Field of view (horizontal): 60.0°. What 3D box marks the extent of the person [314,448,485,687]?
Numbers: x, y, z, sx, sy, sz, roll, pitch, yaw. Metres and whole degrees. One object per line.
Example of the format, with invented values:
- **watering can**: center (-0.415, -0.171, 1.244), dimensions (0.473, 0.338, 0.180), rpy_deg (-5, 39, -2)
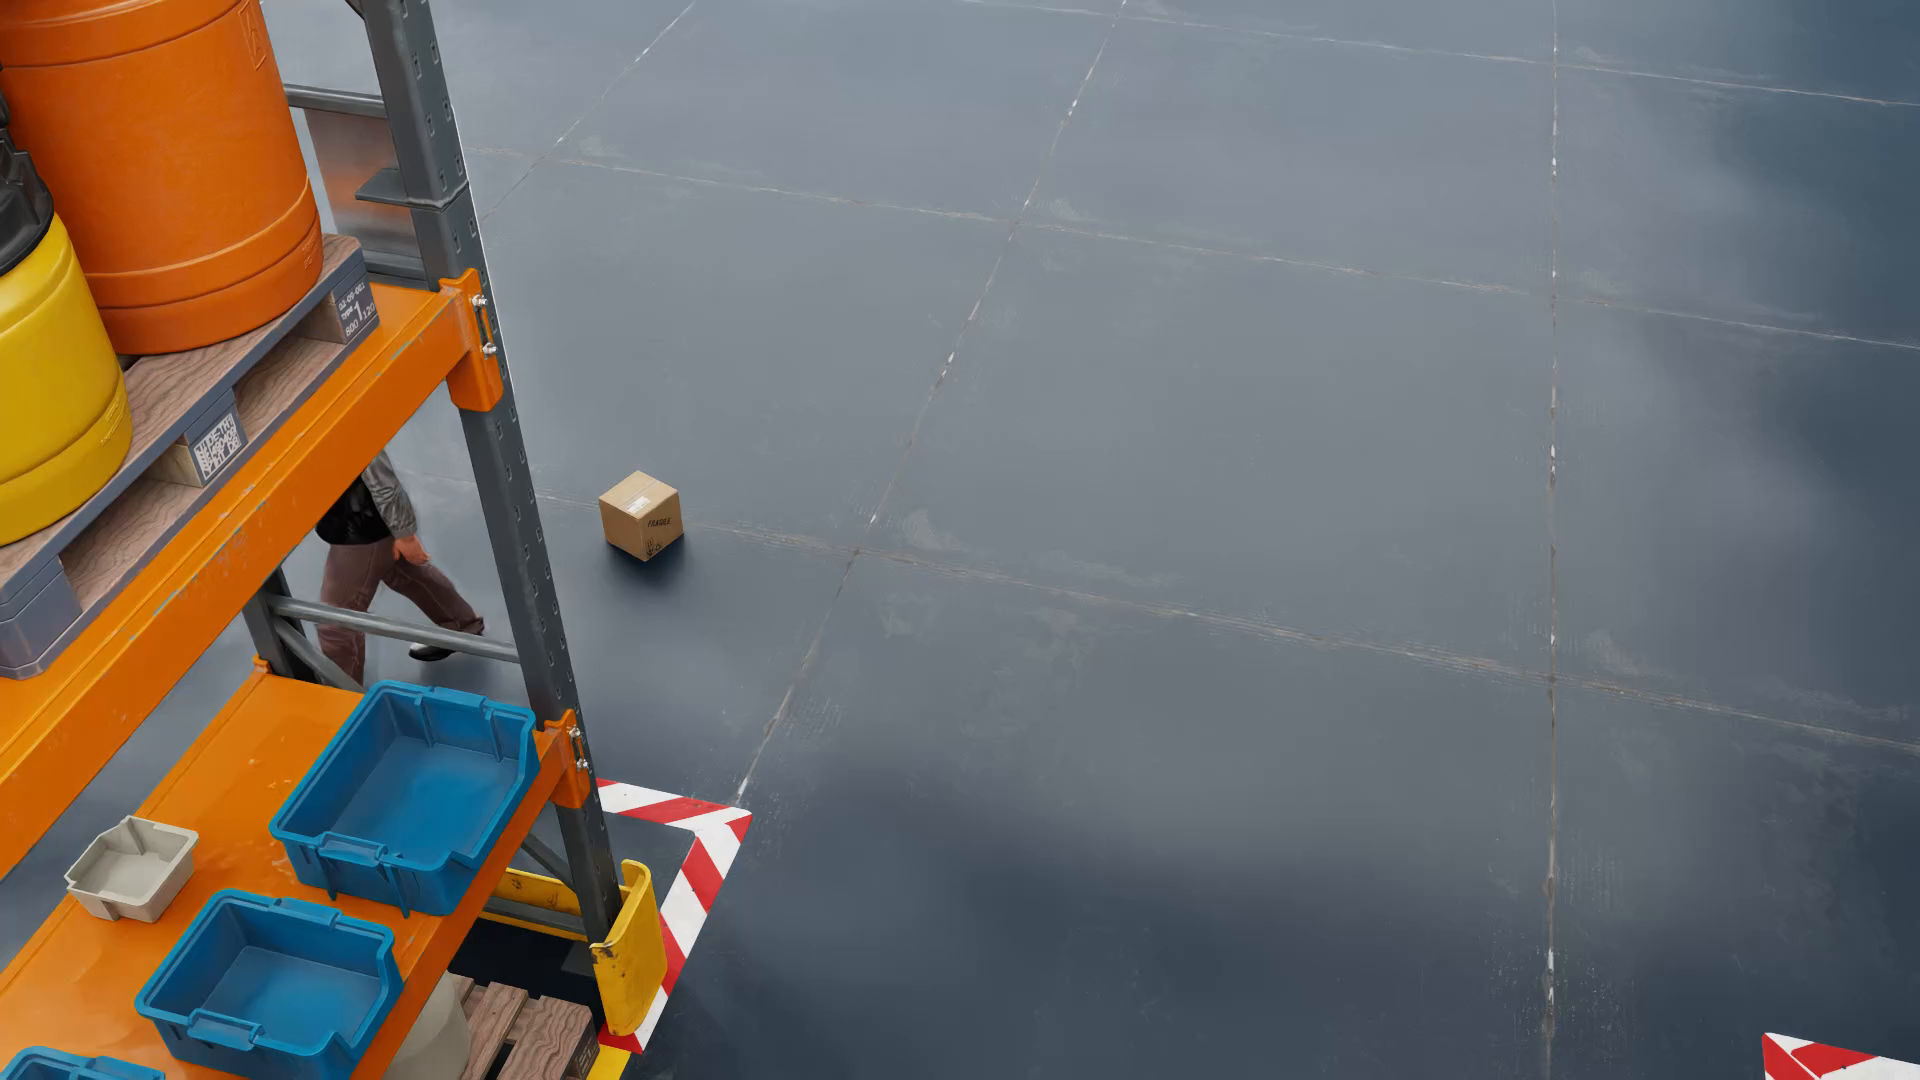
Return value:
- **person**: center (-2.333, -0.050, 6.223), dimensions (0.887, 1.712, 0.546), rpy_deg (-22, 45, -23)
